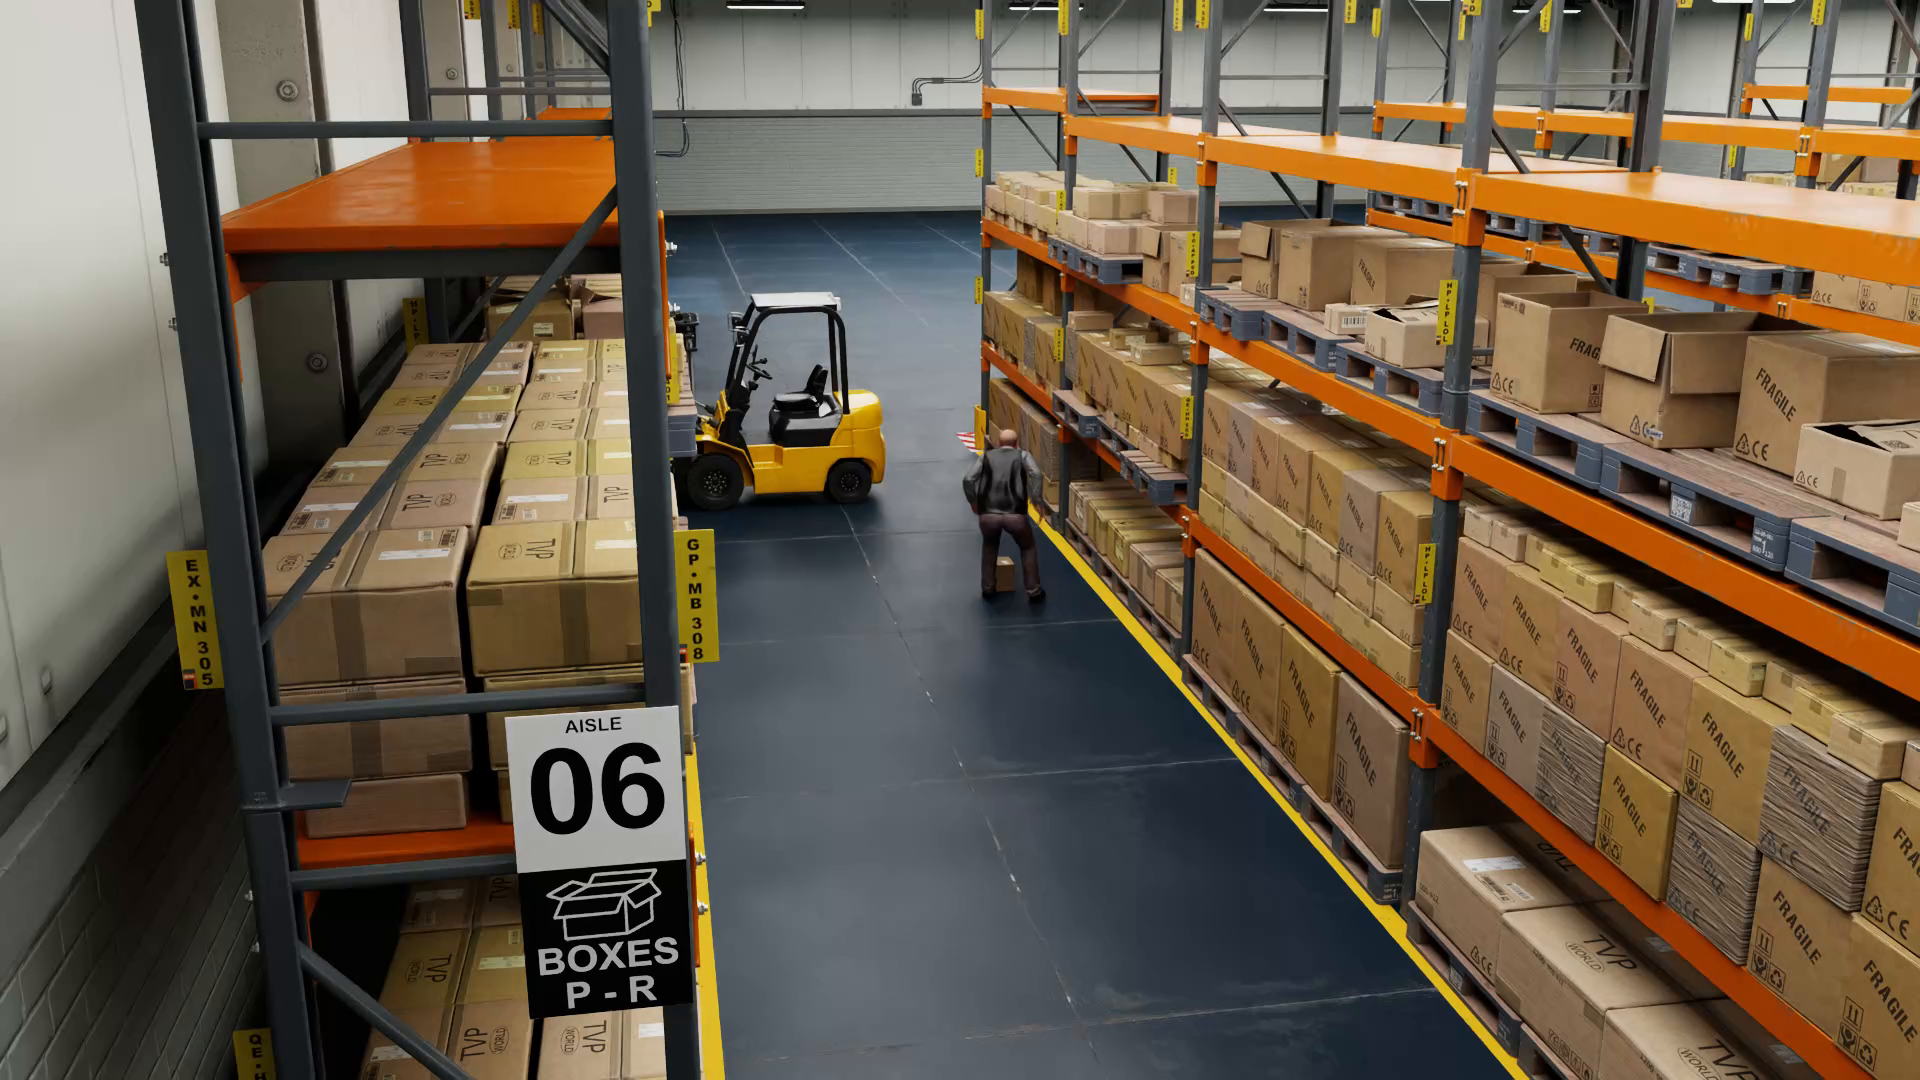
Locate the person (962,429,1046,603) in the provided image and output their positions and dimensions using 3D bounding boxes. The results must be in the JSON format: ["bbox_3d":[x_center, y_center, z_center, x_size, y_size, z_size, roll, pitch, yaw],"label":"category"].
[{"bbox_3d":[0.393,-0.193,14.665,0.722,1.483,0.728,3,17,11],"label":"person"}]
